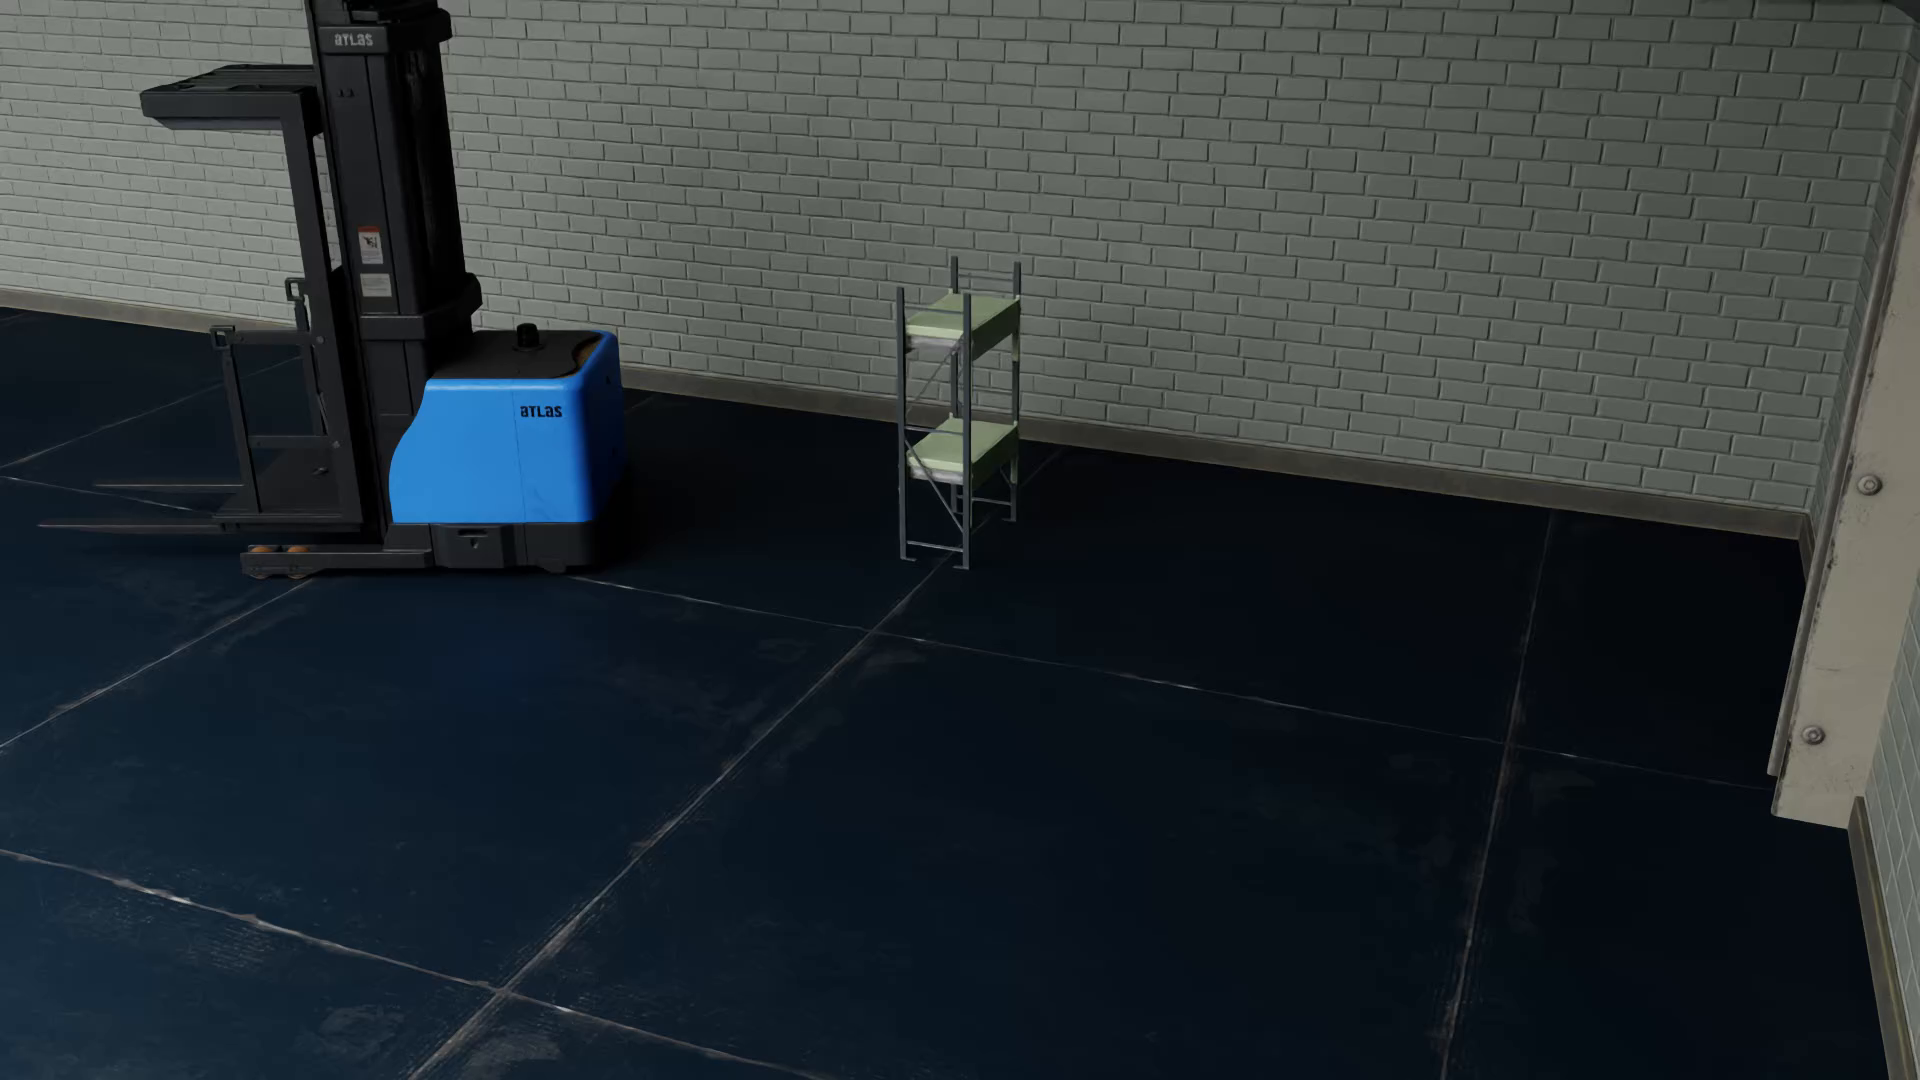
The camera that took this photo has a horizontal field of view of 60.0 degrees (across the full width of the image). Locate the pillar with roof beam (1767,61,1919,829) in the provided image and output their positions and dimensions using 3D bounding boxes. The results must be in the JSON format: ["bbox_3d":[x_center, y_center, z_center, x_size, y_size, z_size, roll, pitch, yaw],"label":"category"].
[{"bbox_3d":[-0.546,-3.721,6.483,9.100,9.000,0.400,9,24,20],"label":"pillar with roof beam"}]

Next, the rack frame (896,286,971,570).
[{"bbox_3d":[-0.133,-0.563,8.653,0.400,1.500,0.023,9,24,20],"label":"rack frame"}]

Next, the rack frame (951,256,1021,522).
[{"bbox_3d":[0.138,-0.825,9.280,0.400,1.500,0.023,9,24,20],"label":"rack frame"}]

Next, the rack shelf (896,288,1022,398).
[{"bbox_3d":[0.002,-1.055,8.816,0.431,0.370,0.720,9,24,20],"label":"rack shelf"}]

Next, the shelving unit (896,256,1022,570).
[{"bbox_3d":[0.002,-0.694,8.967,0.431,1.500,0.755,9,24,20],"label":"shelving unit"}]

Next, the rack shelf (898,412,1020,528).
[{"bbox_3d":[0.002,-0.394,9.092,0.431,0.370,0.720,9,24,20],"label":"rack shelf"}]

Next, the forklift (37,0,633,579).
[{"bbox_3d":[-3.404,-1.353,8.685,3.031,2.935,1.130,0,23,0],"label":"forklift"}]
